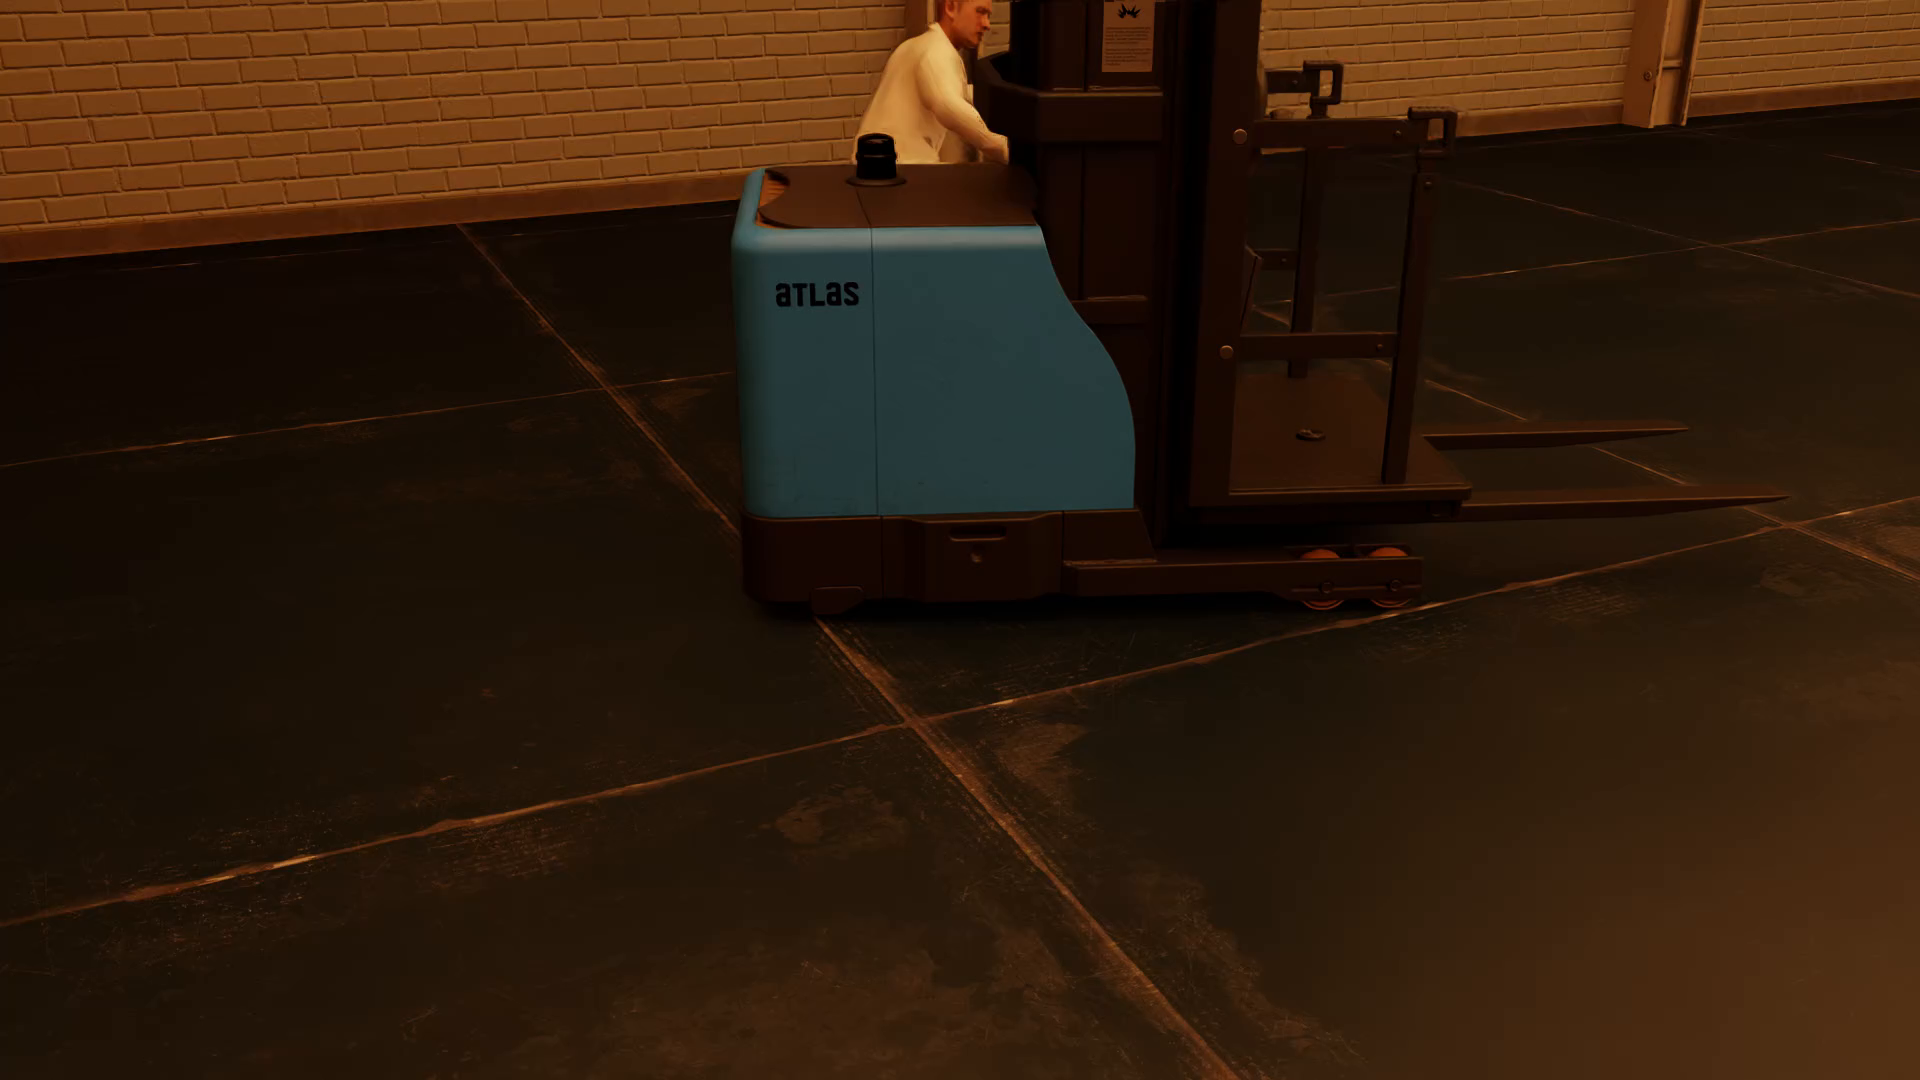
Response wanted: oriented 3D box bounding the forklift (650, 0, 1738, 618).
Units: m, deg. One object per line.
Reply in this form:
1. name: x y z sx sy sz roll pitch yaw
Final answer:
1. forklift: 0.694 -1.343 4.519 3.031 2.935 1.130 -1 23 -2

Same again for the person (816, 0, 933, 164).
1. person: -0.217 -1.559 6.962 0.854 1.517 0.947 19 29 38
